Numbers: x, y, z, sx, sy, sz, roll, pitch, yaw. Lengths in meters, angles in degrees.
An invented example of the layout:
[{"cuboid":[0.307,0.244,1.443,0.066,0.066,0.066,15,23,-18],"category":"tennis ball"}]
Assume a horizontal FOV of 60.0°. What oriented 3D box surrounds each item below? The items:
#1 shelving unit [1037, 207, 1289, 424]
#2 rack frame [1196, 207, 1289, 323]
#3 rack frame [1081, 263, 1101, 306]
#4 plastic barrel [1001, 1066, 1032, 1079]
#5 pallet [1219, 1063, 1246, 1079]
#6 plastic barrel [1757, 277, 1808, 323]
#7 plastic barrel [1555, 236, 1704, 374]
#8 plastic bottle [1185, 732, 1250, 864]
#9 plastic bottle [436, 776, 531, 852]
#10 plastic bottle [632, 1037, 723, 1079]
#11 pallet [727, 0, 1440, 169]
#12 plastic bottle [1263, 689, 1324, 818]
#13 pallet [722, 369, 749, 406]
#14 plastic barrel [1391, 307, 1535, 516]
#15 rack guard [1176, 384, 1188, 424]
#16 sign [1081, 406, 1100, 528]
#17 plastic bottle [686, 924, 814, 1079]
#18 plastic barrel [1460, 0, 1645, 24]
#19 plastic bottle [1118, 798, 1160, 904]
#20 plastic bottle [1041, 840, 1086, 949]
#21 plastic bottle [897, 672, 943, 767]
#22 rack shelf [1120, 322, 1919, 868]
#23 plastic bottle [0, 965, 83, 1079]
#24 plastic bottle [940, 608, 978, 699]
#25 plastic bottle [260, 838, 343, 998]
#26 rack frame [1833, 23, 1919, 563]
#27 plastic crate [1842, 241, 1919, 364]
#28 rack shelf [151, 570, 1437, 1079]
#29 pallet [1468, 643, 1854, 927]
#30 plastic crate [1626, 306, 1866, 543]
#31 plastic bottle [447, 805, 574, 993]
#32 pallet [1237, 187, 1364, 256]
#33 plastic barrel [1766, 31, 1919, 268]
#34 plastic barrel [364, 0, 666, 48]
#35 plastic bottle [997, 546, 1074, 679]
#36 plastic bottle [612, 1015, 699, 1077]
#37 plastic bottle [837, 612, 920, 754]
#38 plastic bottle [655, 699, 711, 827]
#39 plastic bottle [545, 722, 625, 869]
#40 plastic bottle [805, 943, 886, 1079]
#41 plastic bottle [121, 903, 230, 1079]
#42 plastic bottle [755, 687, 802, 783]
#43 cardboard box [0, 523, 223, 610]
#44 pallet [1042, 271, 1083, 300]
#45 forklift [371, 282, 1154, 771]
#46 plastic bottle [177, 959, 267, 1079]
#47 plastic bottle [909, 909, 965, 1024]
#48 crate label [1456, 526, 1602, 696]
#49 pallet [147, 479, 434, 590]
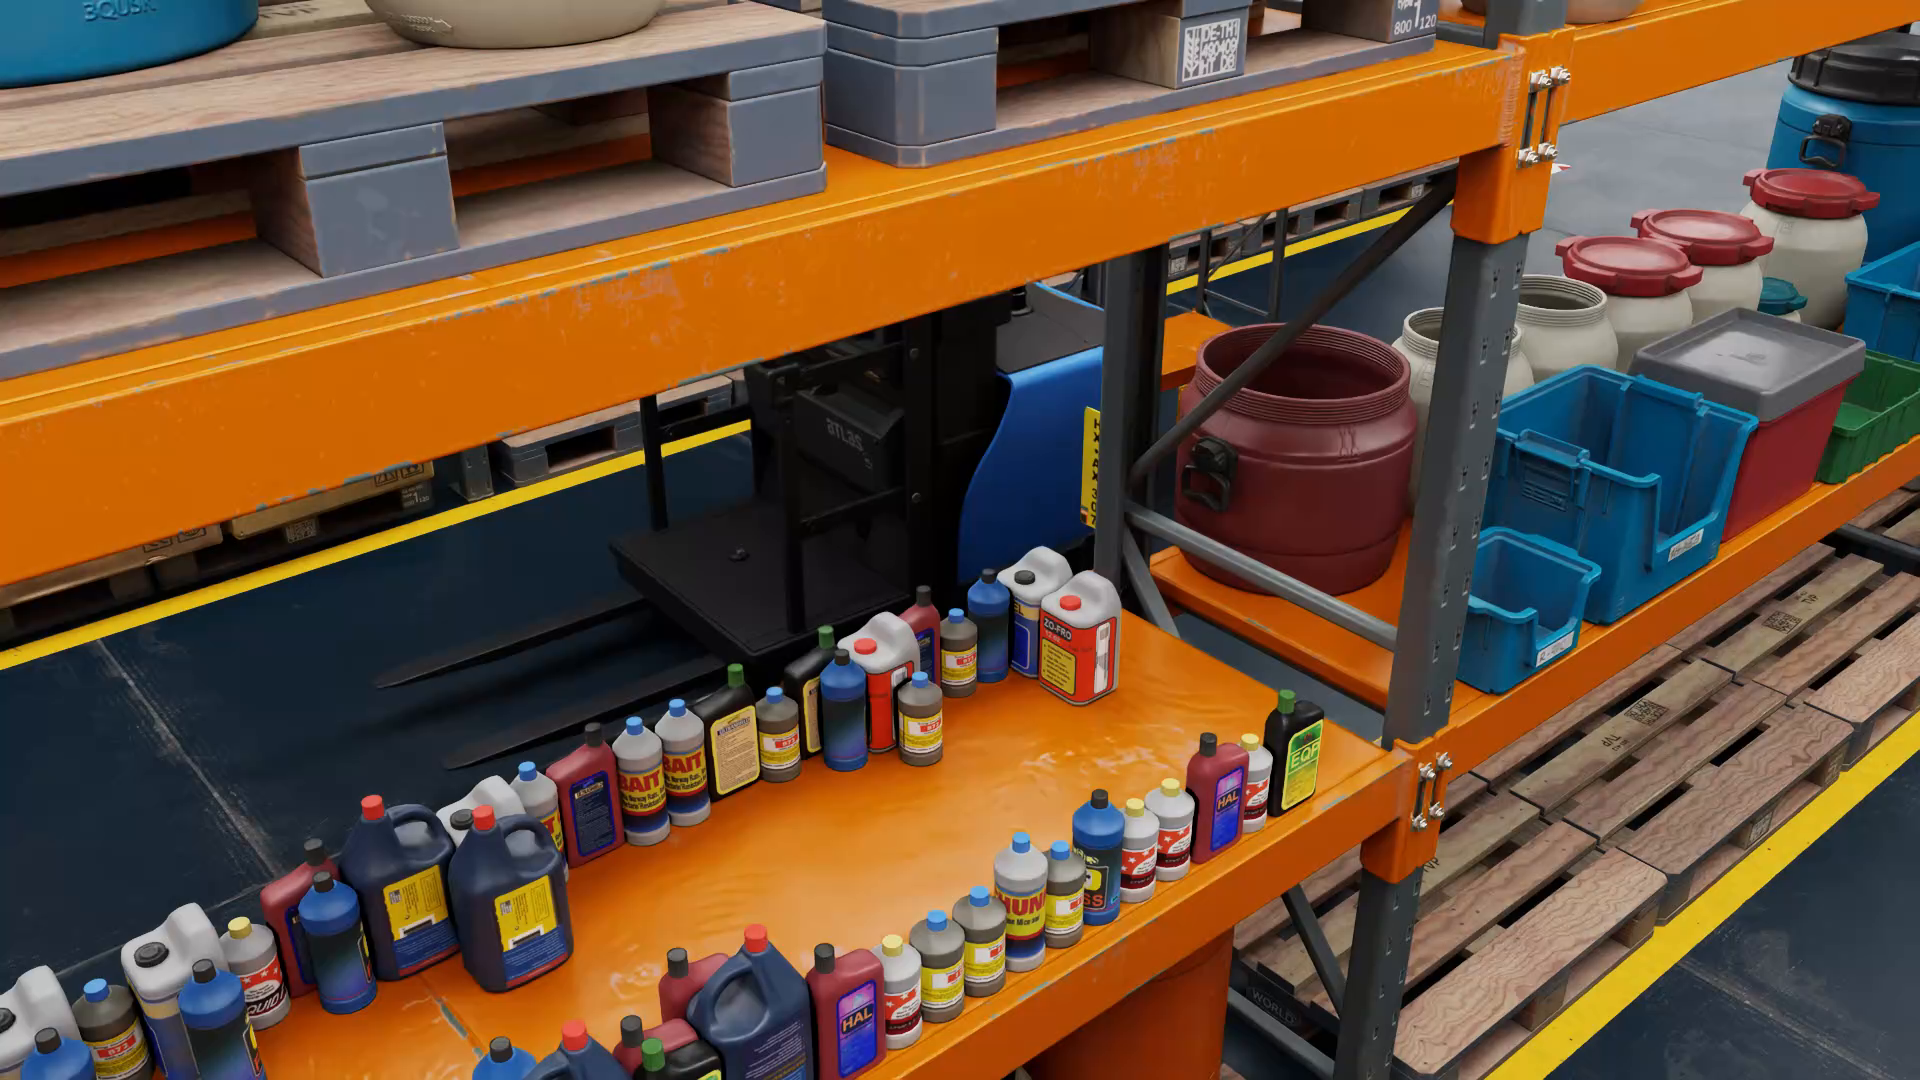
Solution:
[{"cuboid":[0.867,-0.947,7.430,1.083,1.500,0.587,-19,34,-32],"category":"shelving unit"},{"cuboid":[1.283,-1.092,7.702,0.032,1.500,0.500,-19,34,-32],"category":"rack frame"},{"cuboid":[0.539,-2.907,9.508,0.127,3.000,1.000,-22,35,-35],"category":"rack frame"},{"cuboid":[-0.022,1.365,3.708,0.421,0.512,0.421,0,28,0],"category":"plastic barrel"},{"cuboid":[0.138,1.578,4.073,1.213,0.211,1.003,-22,35,-35],"category":"pallet"},{"cuboid":[2.647,-0.721,5.562,0.301,0.262,0.301,0,28,0],"category":"plastic barrel"},{"cuboid":[1.996,-0.620,5.084,0.433,0.535,0.433,0,28,0],"category":"plastic barrel"},{"cuboid":[0.504,0.491,3.272,0.133,0.283,0.061,-22,35,-35],"category":"plastic bottle"},{"cuboid":[-0.884,0.588,3.099,0.135,0.276,0.152,-22,35,-35],"category":"plastic bottle"},{"cuboid":[-0.432,0.867,2.568,0.133,0.283,0.061,-22,35,-35],"category":"plastic bottle"},{"cuboid":[0.065,-0.948,2.860,1.213,0.211,1.003,-22,35,-35],"category":"pallet"},{"cuboid":[0.680,0.420,3.405,0.133,0.283,0.061,-22,35,-35],"category":"plastic bottle"},{"cuboid":[-0.981,-1.064,9.016,1.213,0.211,1.003,-22,35,-35],"category":"pallet"},{"cuboid":[1.354,-0.348,4.601,0.421,0.512,0.421,0,28,0],"category":"plastic barrel"},{"cuboid":[1.267,-0.535,7.987,0.087,0.250,0.587,-19,34,-32],"category":"rack guard"},{"cuboid":[0.348,-0.175,4.221,0.005,0.325,0.100,-22,35,-35],"category":"sign"},{"cuboid":[-0.338,0.774,2.671,0.185,0.351,0.144,-22,35,-35],"category":"plastic bottle"},{"cuboid":[1.146,-1.265,3.134,0.421,0.512,0.421,0,28,0],"category":"plastic barrel"},{"cuboid":[0.330,0.586,3.182,0.097,0.201,0.097,0,28,0],"category":"plastic bottle"},{"cuboid":[0.182,0.645,3.071,0.097,0.201,0.097,0,28,0],"category":"plastic bottle"},{"cuboid":[-0.085,0.377,3.573,0.097,0.201,0.097,0,28,0],"category":"plastic bottle"},{"cuboid":[2.232,-0.202,5.209,4.000,0.370,1.077,-22,35,-35],"category":"rack shelf"},{"cuboid":[-1.479,0.827,2.652,0.135,0.276,0.152,-22,35,-35],"category":"plastic bottle"},{"cuboid":[-0.009,0.252,3.807,0.097,0.201,0.097,0,28,0],"category":"plastic bottle"},{"cuboid":[-1.156,0.666,2.946,0.133,0.283,0.061,-22,35,-35],"category":"plastic bottle"},{"cuboid":[3.753,-1.131,6.185,0.127,3.000,1.000,-22,35,-35],"category":"rack frame"},{"cuboid":[3.116,-0.675,5.348,0.575,0.384,0.392,-22,35,-35],"category":"plastic crate"},{"cuboid":[-0.811,1.021,2.920,4.000,0.370,1.077,-22,35,-35],"category":"rack shelf"},{"cuboid":[2.253,0.728,5.664,1.213,0.211,1.003,-22,35,-35],"category":"pallet"},{"cuboid":[2.138,-0.321,4.599,0.583,0.464,0.402,-22,35,-35],"category":"plastic crate"},{"cuboid":[-0.807,0.616,2.968,0.185,0.351,0.144,-22,35,-35],"category":"plastic bottle"},{"cuboid":[1.955,-2.271,11.275,1.213,0.211,1.003,-22,35,-35],"category":"pallet"},{"cuboid":[3.263,-1.343,6.049,0.708,0.901,0.600,-22,35,-35],"category":"plastic barrel"},{"cuboid":[-0.540,-0.879,1.941,0.433,0.535,0.433,0,28,0],"category":"plastic barrel"},{"cuboid":[0.171,0.163,3.893,0.135,0.276,0.152,-22,35,-35],"category":"plastic bottle"},{"cuboid":[-0.471,0.846,2.609,0.133,0.283,0.061,-22,35,-35],"category":"plastic bottle"},{"cuboid":[-0.180,0.305,3.628,0.135,0.276,0.152,-22,35,-35],"category":"plastic bottle"},{"cuboid":[-0.564,0.444,3.373,0.097,0.271,0.097,0,28,0],"category":"plastic bottle"},{"cuboid":[-0.737,0.497,3.261,0.133,0.283,0.061,-22,35,-35],"category":"plastic bottle"},{"cuboid":[-0.190,0.770,2.750,0.133,0.283,0.061,-22,35,-35],"category":"plastic bottle"},{"cuboid":[-1.302,0.756,2.784,0.135,0.276,0.152,-22,35,-35],"category":"plastic bottle"},{"cuboid":[-0.388,0.404,3.522,0.097,0.201,0.097,0,28,0],"category":"plastic bottle"},{"cuboid":[-3.726,-0.458,6.734,0.875,0.875,1.225,-22,35,-35],"category":"cardboard box"},{"cuboid":[-0.053,-1.439,9.718,1.213,0.211,1.003,-22,35,-35],"category":"pallet"},{"cuboid":[-0.673,-0.914,5.850,3.031,2.935,1.130,-20,34,-33],"category":"forklift"},{"cuboid":[-1.207,0.797,2.712,0.097,0.271,0.097,0,28,0],"category":"plastic bottle"},{"cuboid":[-0.040,0.735,2.904,0.097,0.201,0.097,0,28,0],"category":"plastic bottle"},{"cuboid":[1.274,0.172,3.924,0.416,0.233,0.303,-22,35,-35],"category":"crate label"},{"cuboid":[-3.153,-0.240,7.475,1.213,0.211,1.003,-22,35,-35],"category":"pallet"}]
